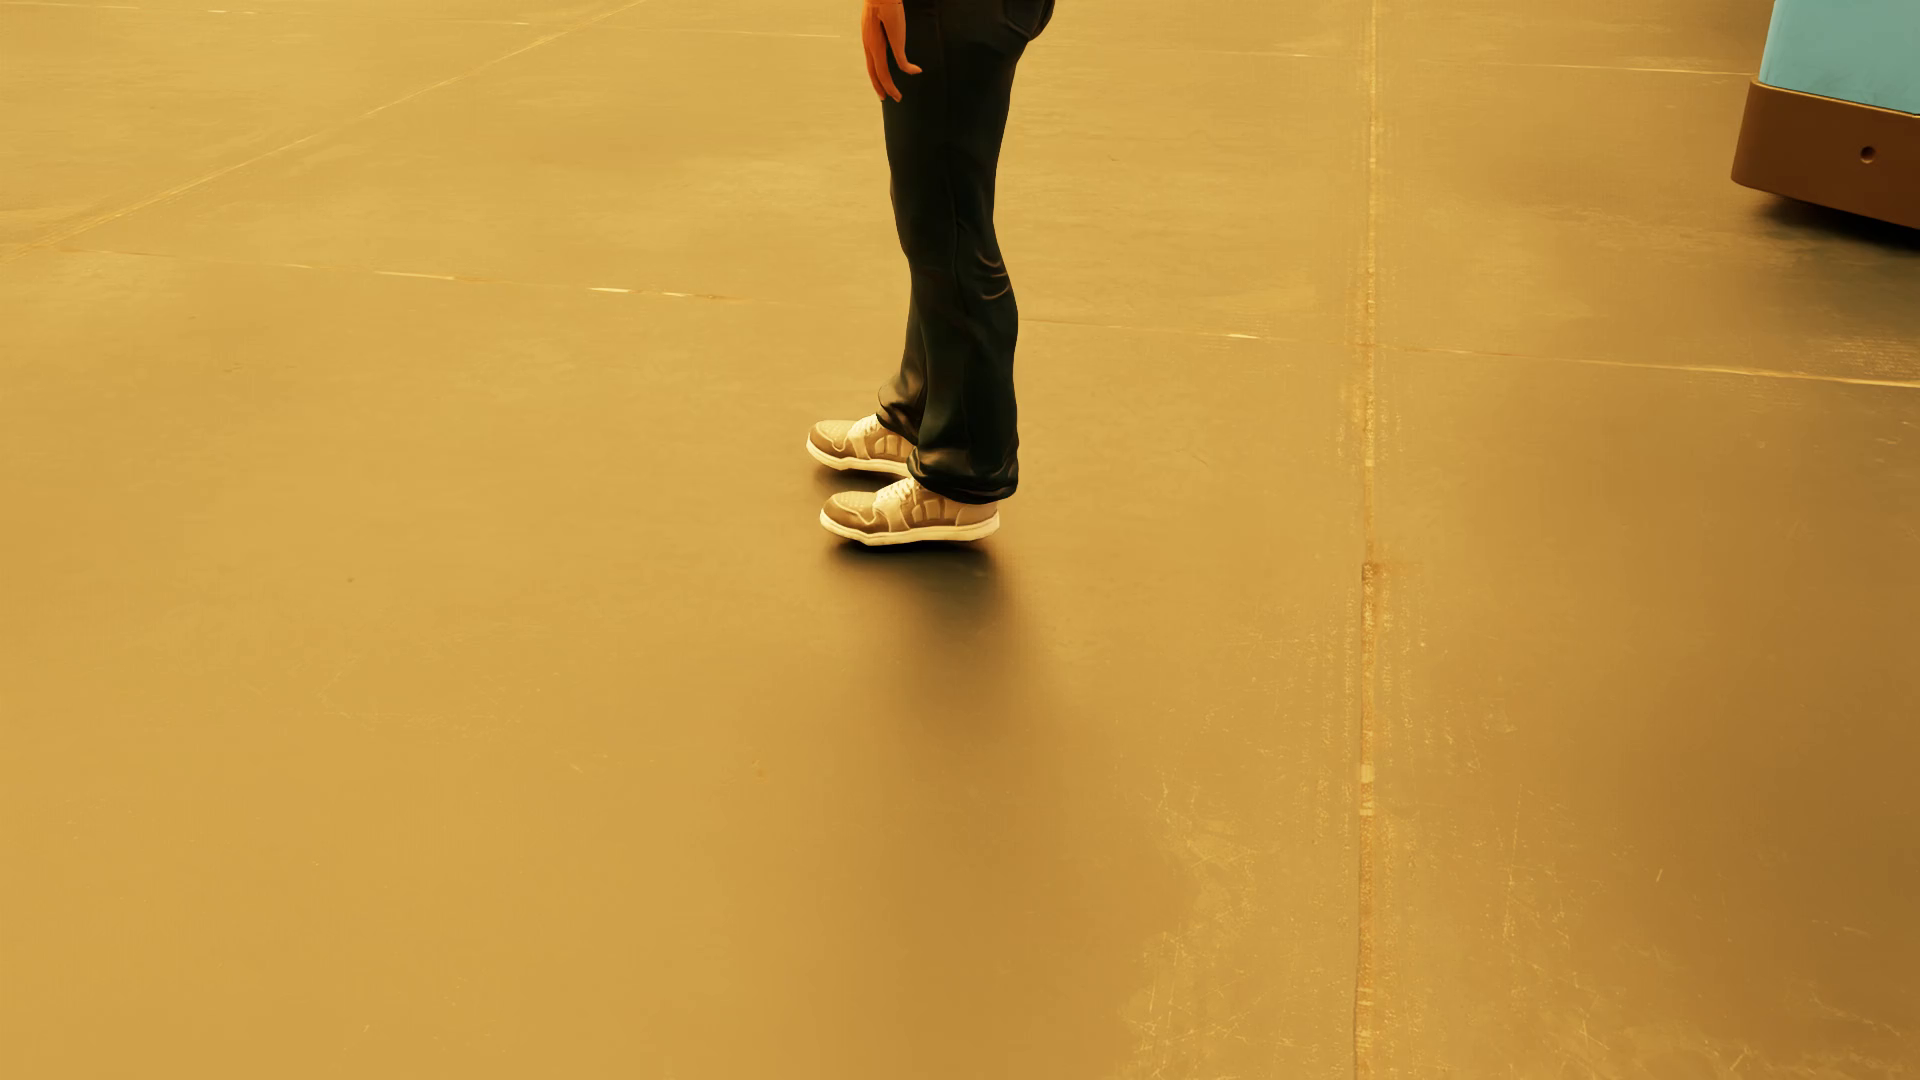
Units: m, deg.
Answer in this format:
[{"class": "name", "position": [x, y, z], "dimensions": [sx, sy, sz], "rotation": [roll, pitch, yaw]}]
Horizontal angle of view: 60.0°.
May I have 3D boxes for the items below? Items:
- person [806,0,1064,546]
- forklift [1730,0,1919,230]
[{"class": "person", "position": [-0.070, -0.733, 2.164], "dimensions": [0.473, 1.599, 0.521], "rotation": [6, 27, 11]}, {"class": "forklift", "position": [3.421, -2.298, 3.801], "dimensions": [3.031, 2.935, 1.130], "rotation": [-16, 31, -28]}]
